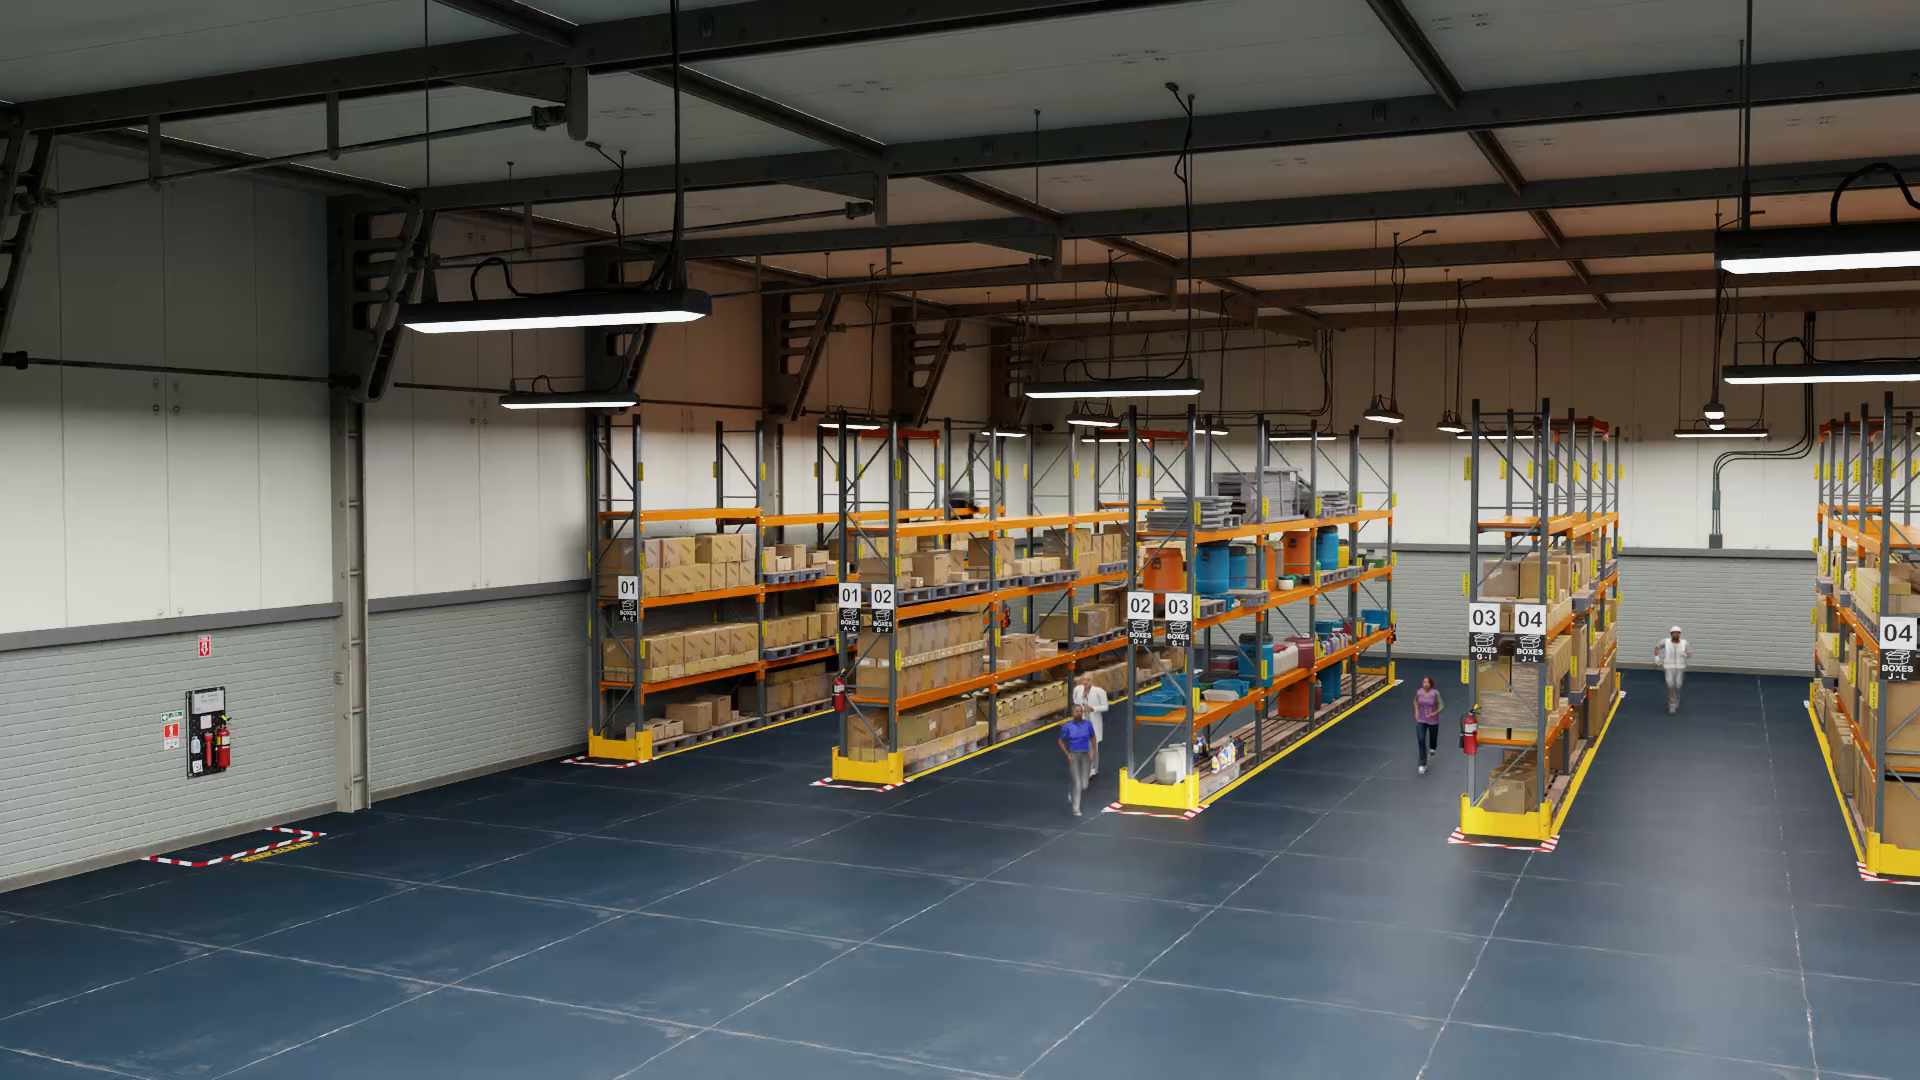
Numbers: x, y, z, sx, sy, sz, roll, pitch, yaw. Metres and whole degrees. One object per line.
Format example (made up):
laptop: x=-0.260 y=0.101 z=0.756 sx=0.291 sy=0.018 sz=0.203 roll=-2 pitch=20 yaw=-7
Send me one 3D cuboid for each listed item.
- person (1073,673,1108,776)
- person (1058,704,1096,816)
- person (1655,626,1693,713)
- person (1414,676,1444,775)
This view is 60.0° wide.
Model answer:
person: x=2.098 y=3.022 z=26.952 sx=0.664 sy=1.773 sz=0.851 roll=1 pitch=2 yaw=19
person: x=1.715 y=3.194 z=24.360 sx=0.584 sy=1.617 sz=0.595 roll=-1 pitch=2 yaw=-12
person: x=14.881 y=2.678 z=34.617 sx=0.701 sy=1.746 sz=1.058 roll=1 pitch=2 yaw=14
person: x=7.845 y=3.070 z=27.842 sx=0.507 sy=1.594 sz=1.023 roll=1 pitch=2 yaw=20
